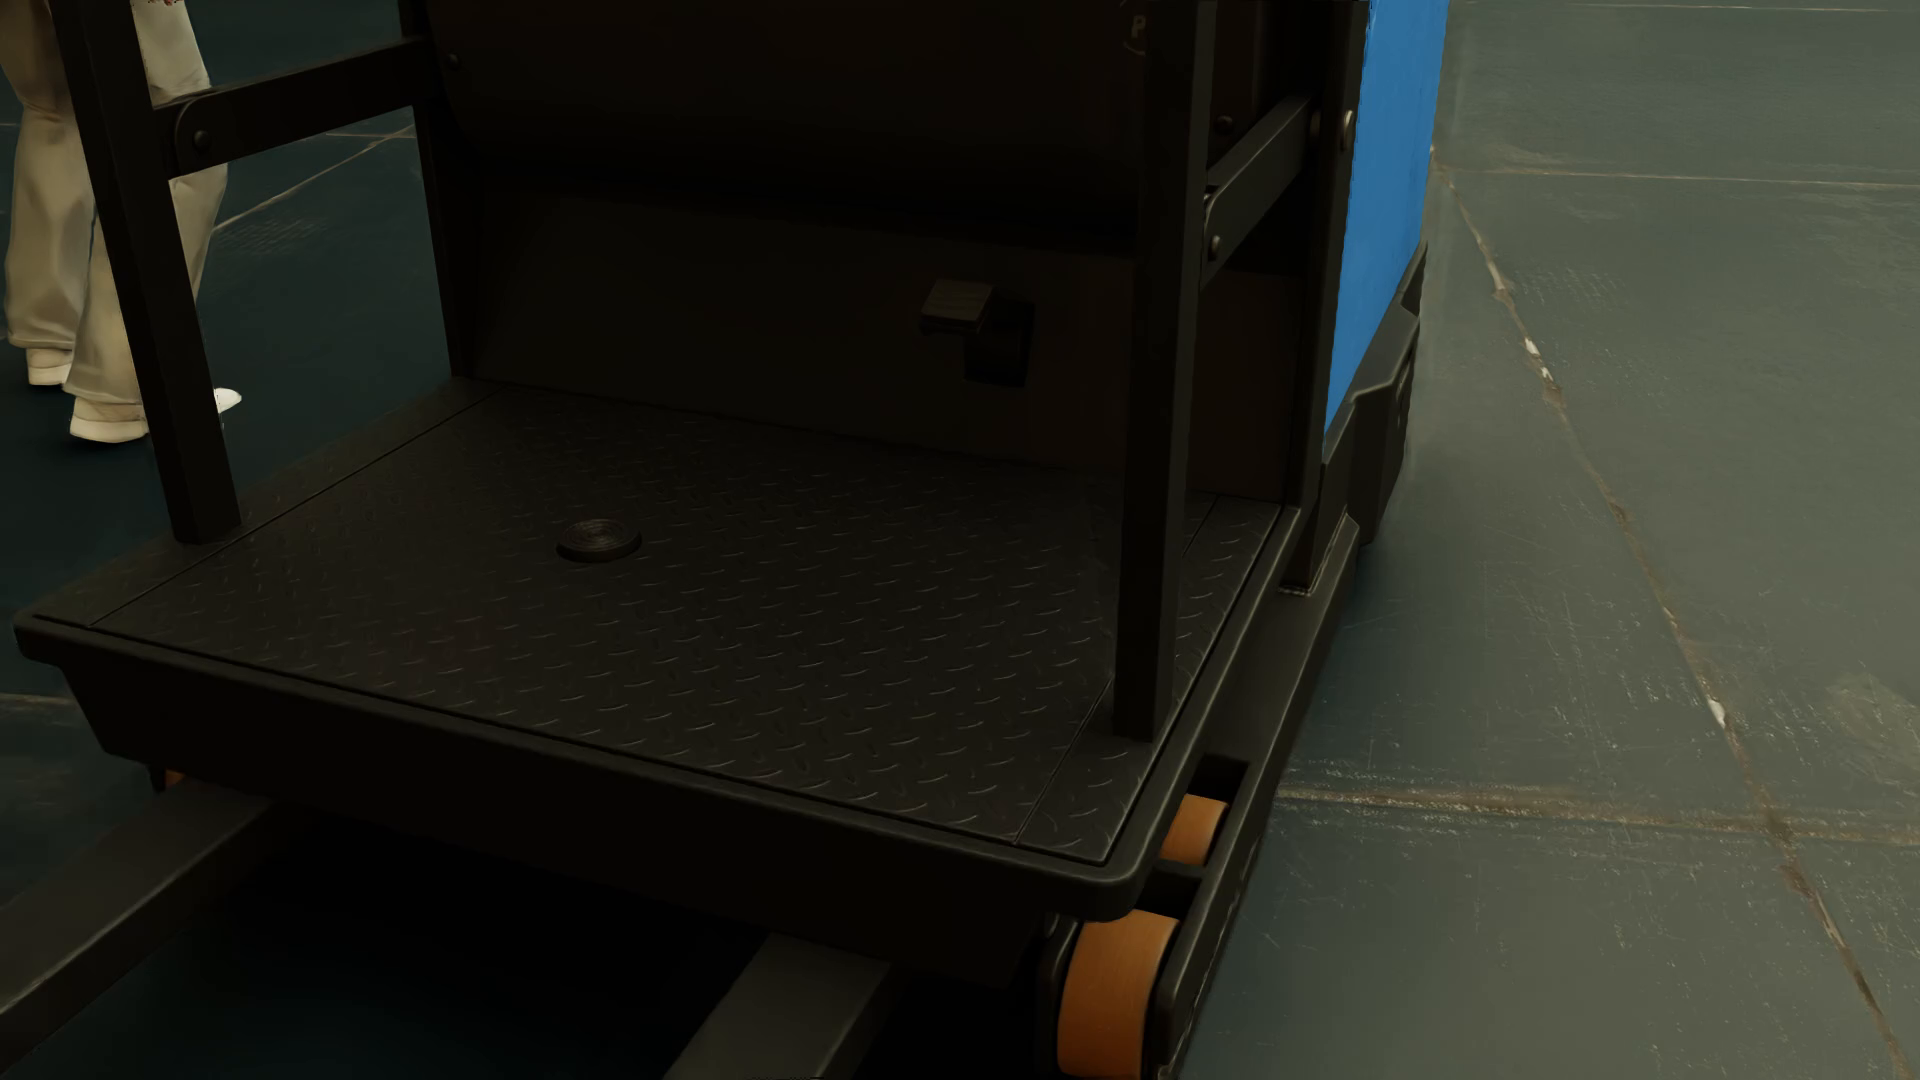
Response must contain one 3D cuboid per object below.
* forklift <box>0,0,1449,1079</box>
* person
[{"bbox_3d":[-0.215,-1.026,1.274,1.130,2.935,3.031,10,28,19],"label":"forklift"},{"bbox_3d":[-1.497,-0.972,2.670,0.781,1.647,0.423,14,30,26],"label":"person"}]
